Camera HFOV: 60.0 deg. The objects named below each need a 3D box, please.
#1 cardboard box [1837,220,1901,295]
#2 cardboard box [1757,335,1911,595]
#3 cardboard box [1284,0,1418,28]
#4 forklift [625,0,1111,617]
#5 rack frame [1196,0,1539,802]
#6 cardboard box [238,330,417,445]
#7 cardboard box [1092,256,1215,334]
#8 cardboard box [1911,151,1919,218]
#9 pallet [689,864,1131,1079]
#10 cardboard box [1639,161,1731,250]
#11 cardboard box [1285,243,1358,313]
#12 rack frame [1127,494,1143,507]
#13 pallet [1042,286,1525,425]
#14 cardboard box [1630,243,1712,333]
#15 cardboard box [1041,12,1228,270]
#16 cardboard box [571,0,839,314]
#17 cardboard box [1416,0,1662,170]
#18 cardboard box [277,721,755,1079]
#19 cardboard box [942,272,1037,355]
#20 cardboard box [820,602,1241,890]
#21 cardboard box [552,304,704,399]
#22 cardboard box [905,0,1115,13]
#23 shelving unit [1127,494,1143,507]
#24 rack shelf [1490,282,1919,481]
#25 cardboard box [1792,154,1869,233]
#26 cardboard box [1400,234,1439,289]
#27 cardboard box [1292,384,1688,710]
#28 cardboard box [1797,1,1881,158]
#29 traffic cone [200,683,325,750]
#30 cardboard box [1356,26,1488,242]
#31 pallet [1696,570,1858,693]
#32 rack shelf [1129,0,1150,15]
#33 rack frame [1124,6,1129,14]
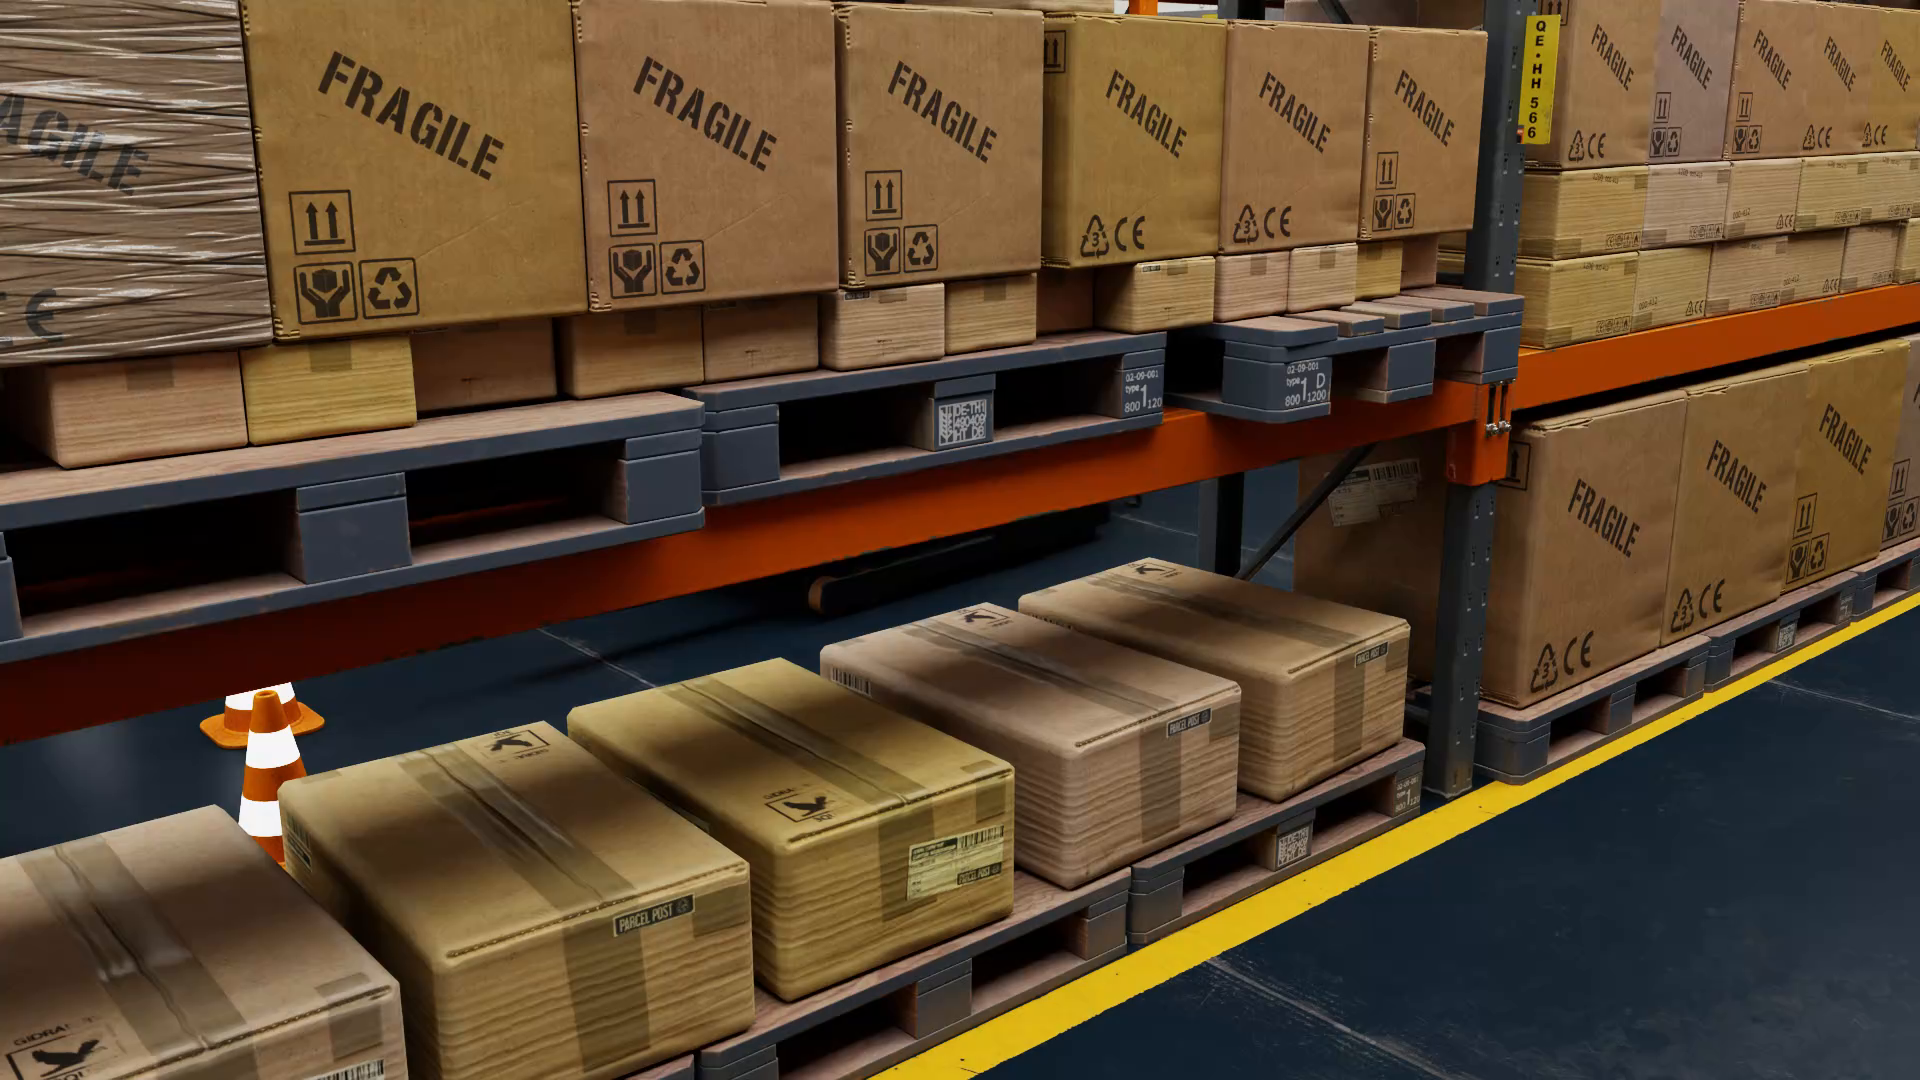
[{"bbox_3d":[3.216,-1.101,6.349,0.500,0.250,0.500,-13,20,-41],"label":"cardboard box"},{"bbox_3d":[3.076,-0.367,6.616,0.875,0.875,0.875,-12,19,-38],"label":"cardboard box"},{"bbox_3d":[1.368,-1.458,5.266,0.500,0.500,0.500,-13,20,-41],"label":"cardboard box"},{"bbox_3d":[-0.681,-1.258,6.781,1.130,2.935,3.031,14,20,43],"label":"forklift"},{"bbox_3d":[1.150,-0.788,4.889,0.127,3.000,1.000,-13,19,-39],"label":"rack frame"},{"bbox_3d":[-1.049,-0.265,2.603,0.250,0.149,0.380,-12,19,-38],"label":"cardboard box"},{"bbox_3d":[0.348,-0.567,3.734,0.250,0.149,0.380,-12,19,-38],"label":"cardboard box"},{"bbox_3d":[3.622,-1.427,6.601,0.500,0.250,0.500,-12,19,-38],"label":"cardboard box"},{"bbox_3d":[-0.361,0.897,3.985,1.213,0.211,1.003,-13,19,-39],"label":"pallet"},{"bbox_3d":[2.085,-1.083,5.312,0.500,0.250,0.500,-12,19,-38],"label":"cardboard box"},{"bbox_3d":[0.741,-0.658,4.073,0.250,0.149,0.380,-13,20,-40],"label":"cardboard box"},{"bbox_3d":[0.772,-1.218,8.243,0.400,2.100,0.015,14,20,43],"label":"rack frame"},{"bbox_3d":[0.682,-0.554,4.384,1.003,0.211,1.213,-13,19,-39],"label":"pallet"},{"bbox_3d":[2.060,-0.840,5.374,0.500,0.250,0.500,-13,20,-41],"label":"cardboard box"},{"bbox_3d":[0.226,-0.877,3.636,0.500,0.500,0.500,-14,21,-43],"label":"cardboard box"},{"bbox_3d":[-0.567,-0.695,2.957,0.500,0.500,0.500,-13,20,-40],"label":"cardboard box"},{"bbox_3d":[1.682,-1.356,4.882,0.500,0.500,0.500,-14,20,-41],"label":"cardboard box"},{"bbox_3d":[-0.934,0.744,3.430,0.625,0.372,0.950,-11,19,-36],"label":"cardboard box"},{"bbox_3d":[-0.060,-0.491,3.447,0.250,0.149,0.380,-13,20,-41],"label":"cardboard box"},{"bbox_3d":[0.165,0.499,4.349,0.625,0.372,0.950,-13,20,-40],"label":"cardboard box"},{"bbox_3d":[-0.664,-0.363,2.971,0.250,0.149,0.380,-12,19,-39],"label":"cardboard box"},{"bbox_3d":[0.101,-1.165,3.457,0.250,0.149,0.380,-14,20,-42],"label":"cardboard box"},{"bbox_3d":[0.601,-1.173,8.074,0.431,2.100,0.503,14,20,43],"label":"shelving unit"},{"bbox_3d":[2.658,-0.780,6.250,4.000,0.370,1.077,-13,19,-39],"label":"rack shelf"},{"bbox_3d":[2.860,-1.248,5.931,0.500,0.250,0.500,-12,19,-38],"label":"cardboard box"},{"bbox_3d":[1.057,-0.769,4.488,0.250,0.149,0.380,-12,19,-37],"label":"cardboard box"},{"bbox_3d":[1.725,-0.066,5.486,0.875,0.875,0.875,-13,20,-40],"label":"cardboard box"},{"bbox_3d":[2.833,-1.611,5.838,0.500,0.500,0.500,-12,19,-38],"label":"cardboard box"},{"bbox_3d":[-2.289,0.388,5.399,0.334,0.463,0.336,-13,19,-39],"label":"traffic cone"},{"bbox_3d":[0.989,-1.052,4.293,0.500,0.500,0.500,-13,20,-41],"label":"cardboard box"},{"bbox_3d":[2.714,0.234,6.464,1.213,0.211,1.003,-13,19,-39],"label":"pallet"},{"bbox_3d":[-0.667,-3.175,9.407,4.000,0.370,1.077,-13,19,-39],"label":"rack shelf"},{"bbox_3d":[0.842,-2.413,10.969,0.127,3.000,1.000,-13,19,-39],"label":"rack frame"}]
